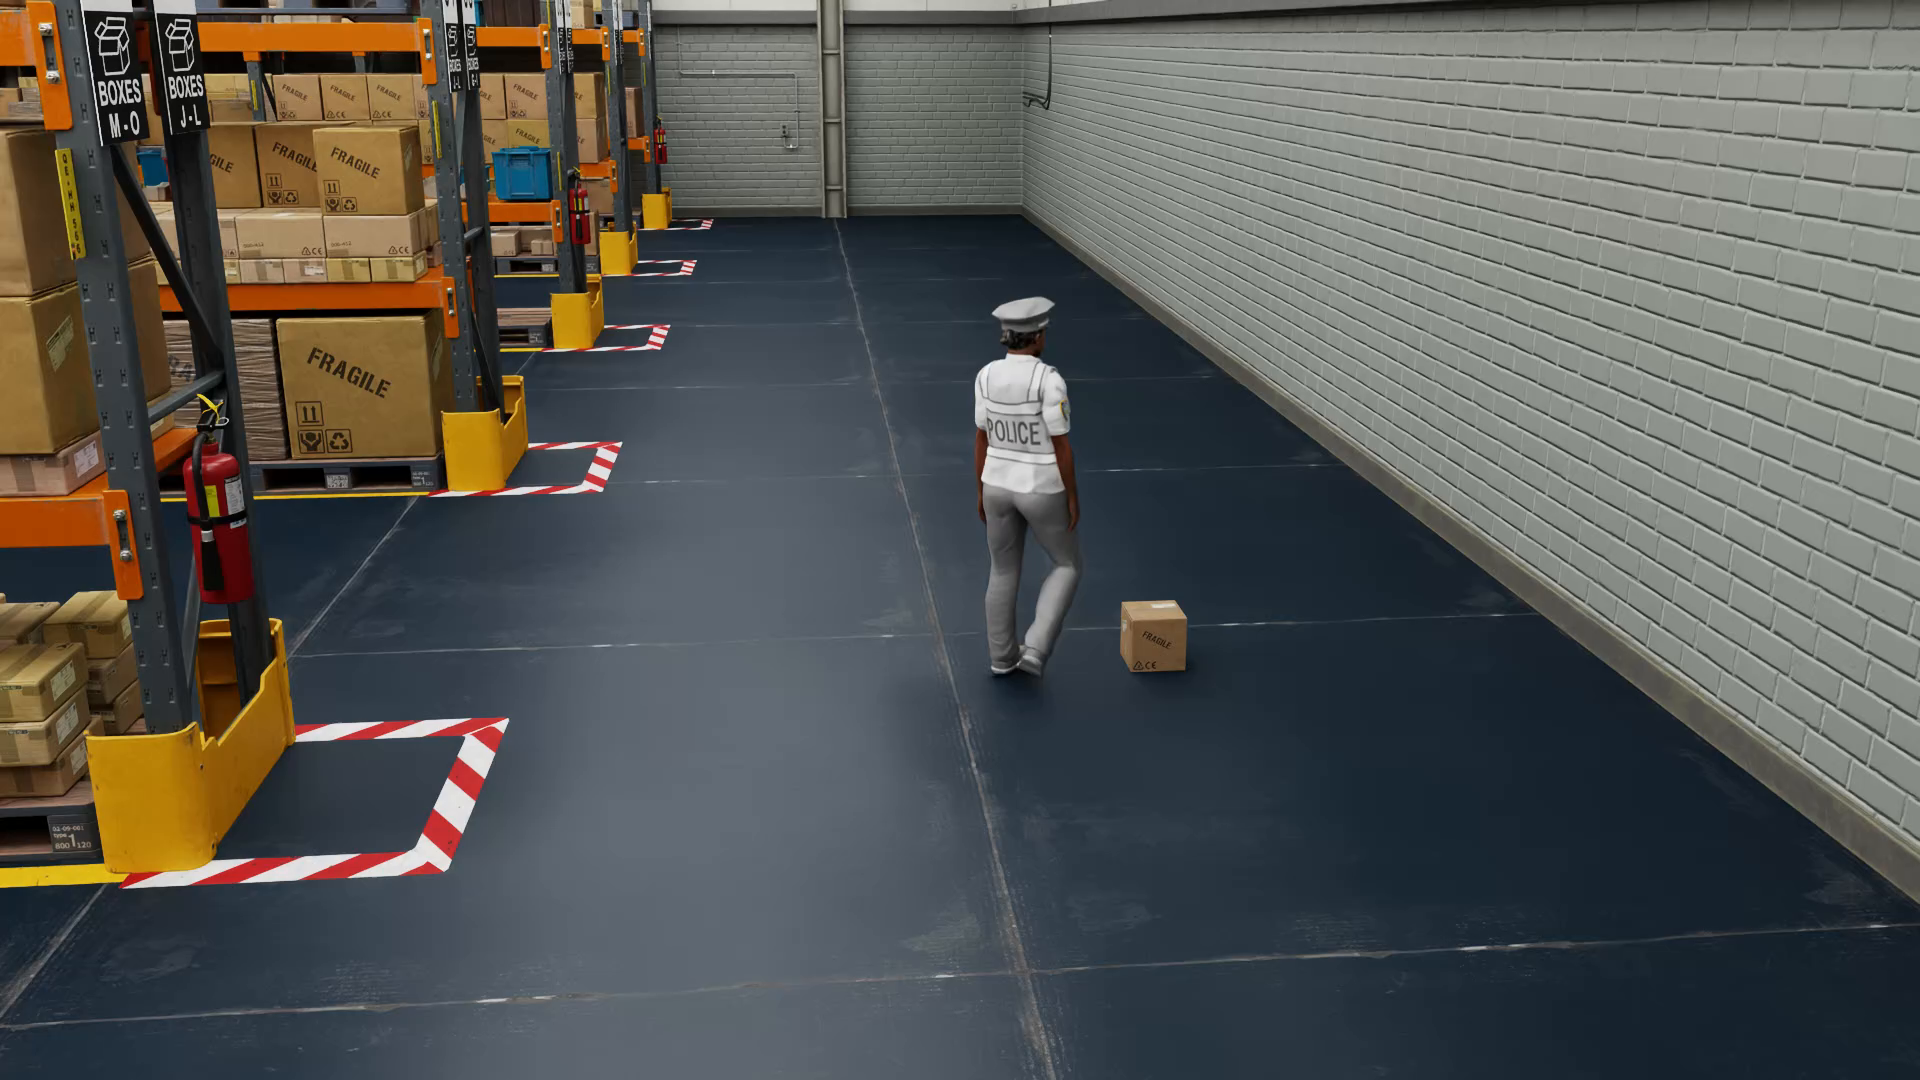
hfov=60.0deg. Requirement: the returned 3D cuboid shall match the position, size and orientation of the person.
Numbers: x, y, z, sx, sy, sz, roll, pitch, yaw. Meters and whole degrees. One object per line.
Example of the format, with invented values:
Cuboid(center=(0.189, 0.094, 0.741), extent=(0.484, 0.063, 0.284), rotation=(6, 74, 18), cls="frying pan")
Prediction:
Cuboid(center=(0.287, -0.201, 7.143), extent=(0.476, 1.667, 0.446), rotation=(10, 19, 30), cls="person")
